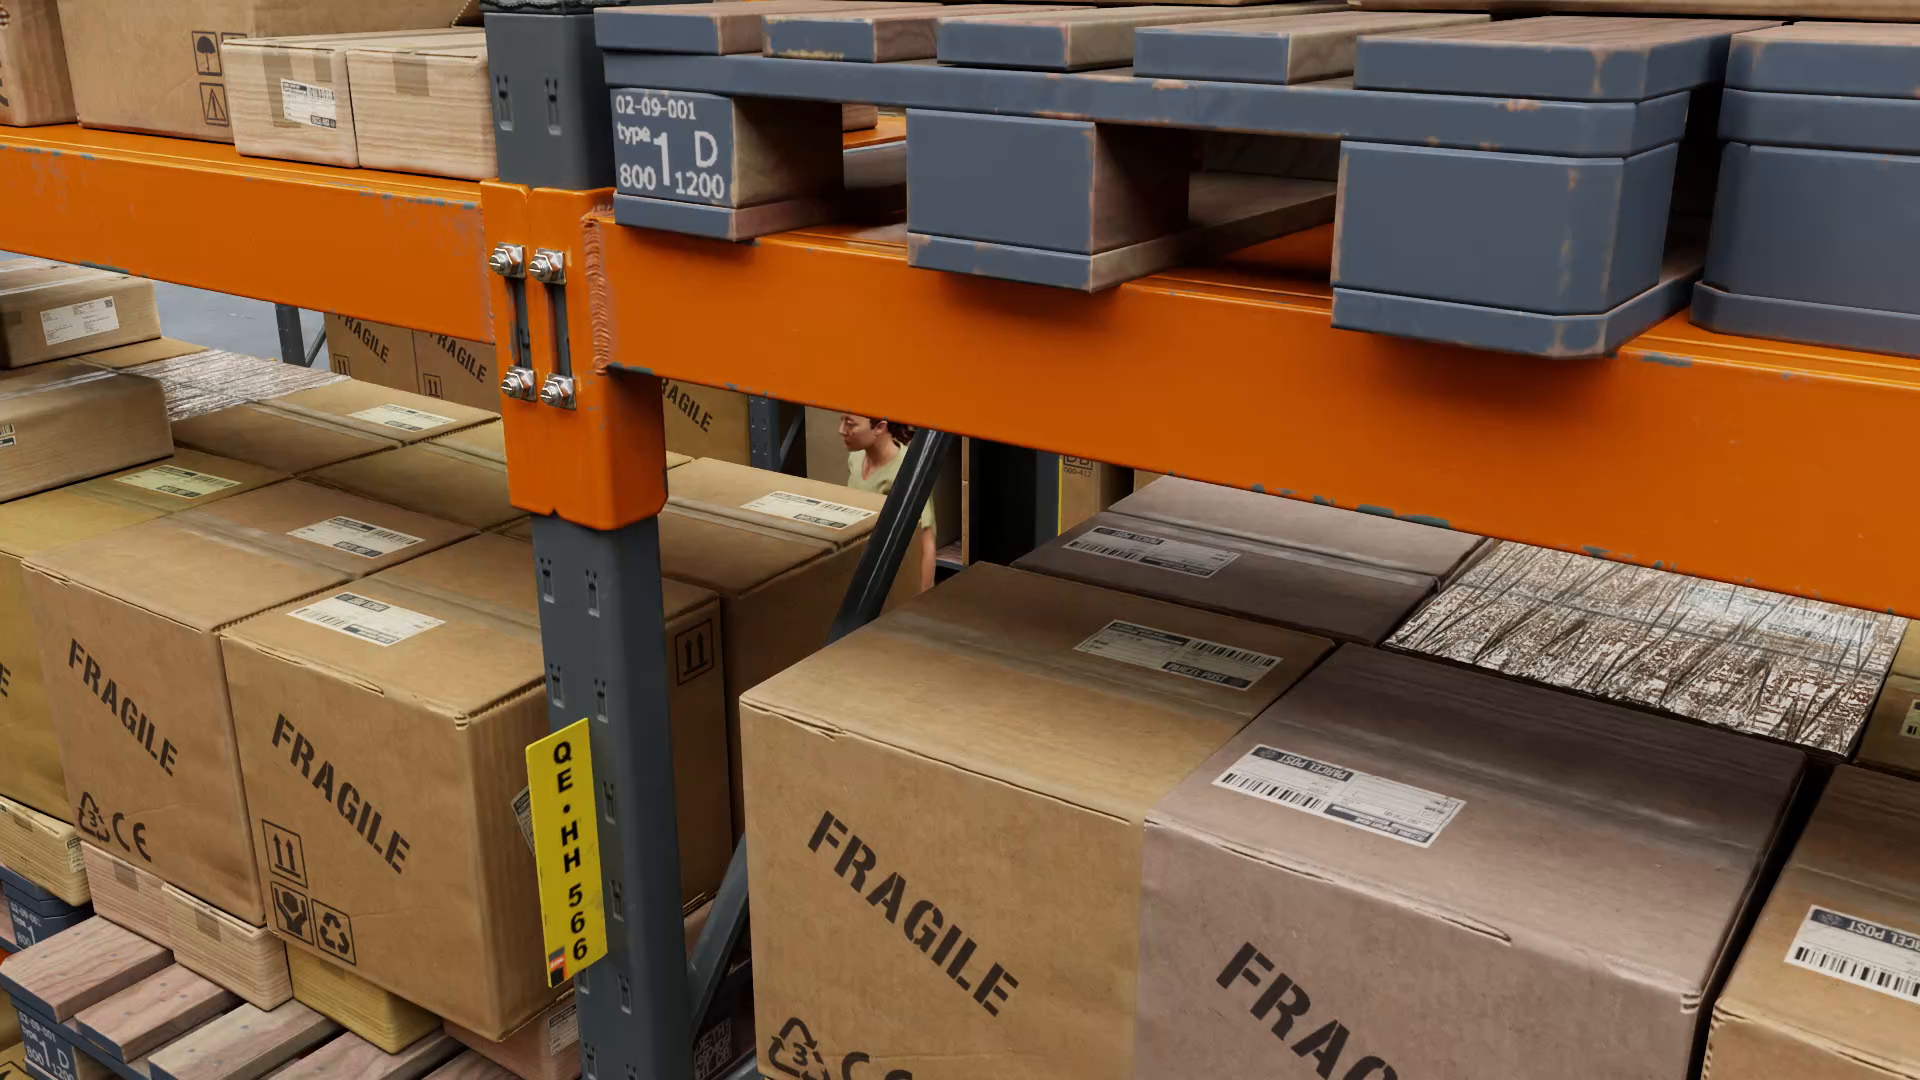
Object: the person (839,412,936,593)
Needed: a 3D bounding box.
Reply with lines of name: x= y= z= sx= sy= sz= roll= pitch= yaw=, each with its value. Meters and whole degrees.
person: x=-0.300 y=0.333 z=6.000 sx=0.407 sy=1.438 sz=0.517 roll=-11 pitch=22 yaw=-27
